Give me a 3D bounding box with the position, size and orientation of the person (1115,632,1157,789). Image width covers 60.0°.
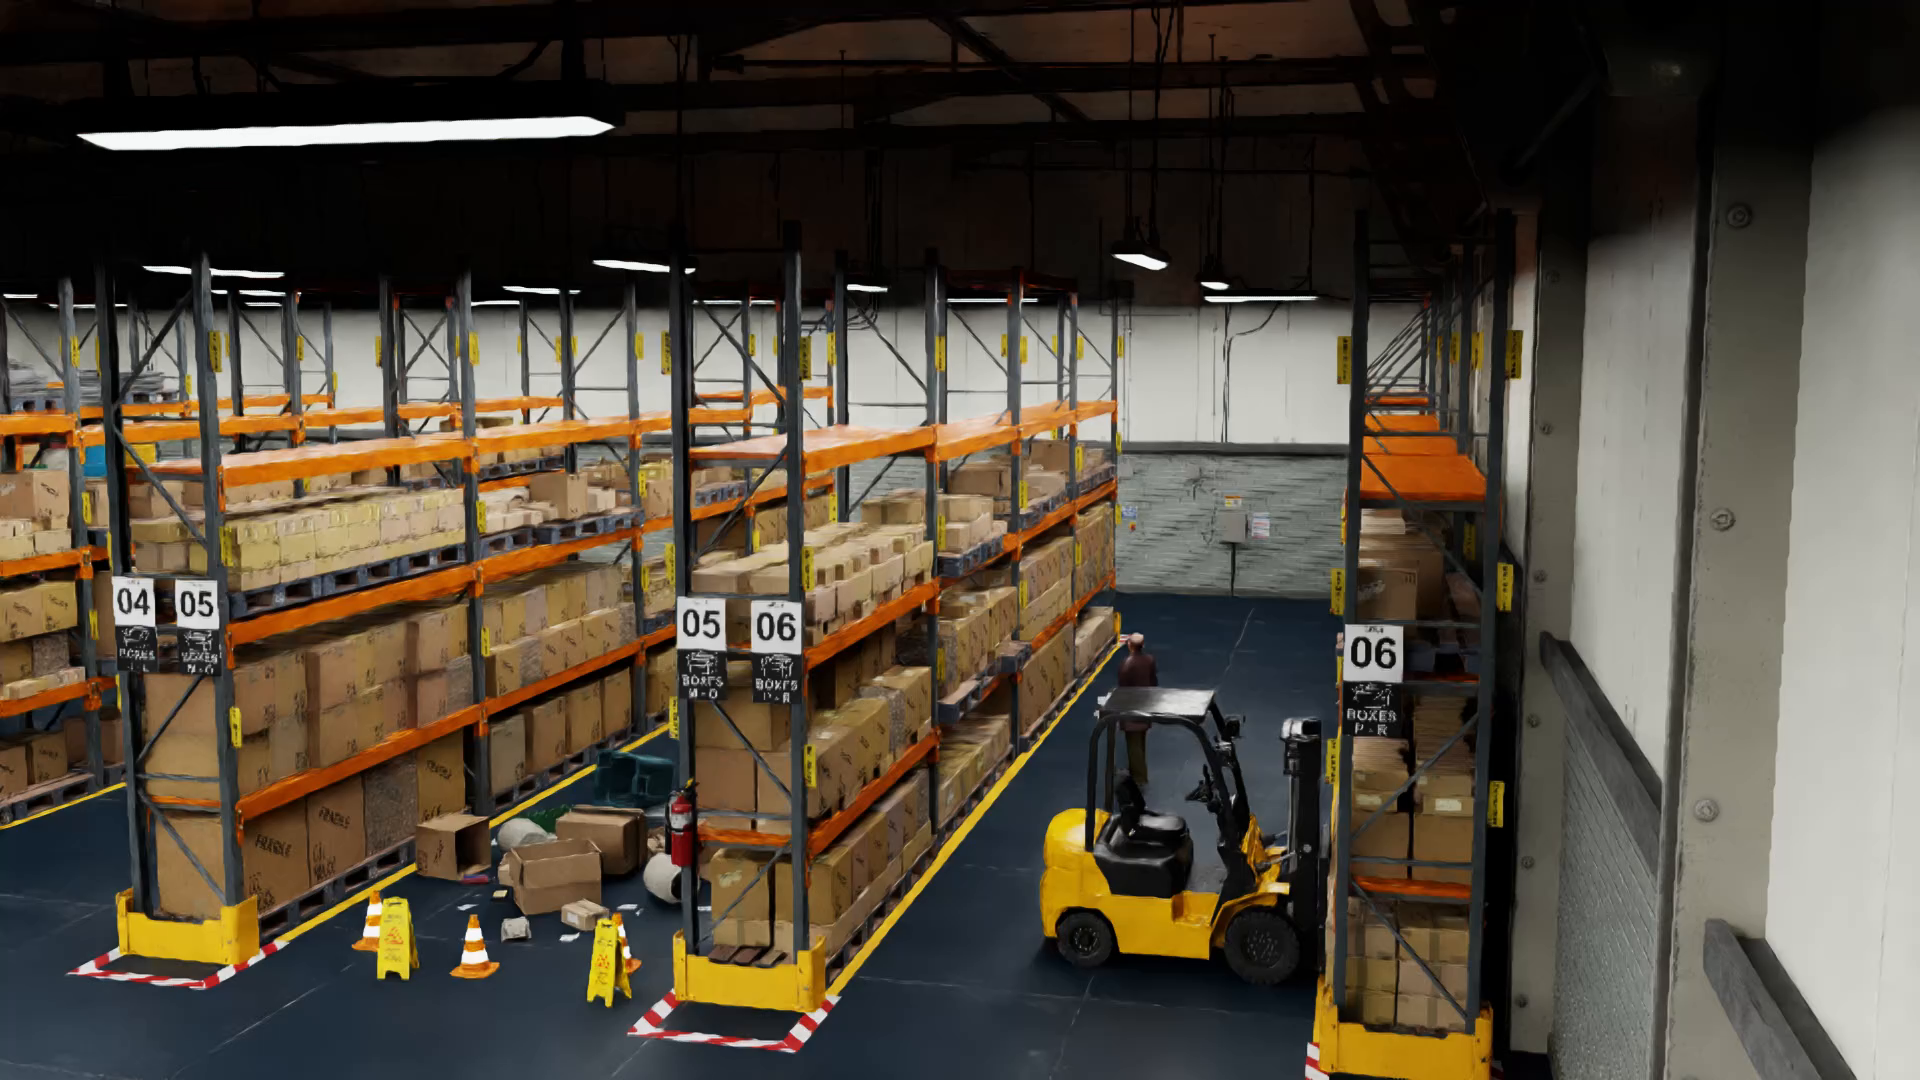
[{"bbox_3d":[1.991,1.936,19.158,0.630,1.773,0.678,7,10,43],"label":"person"}]
